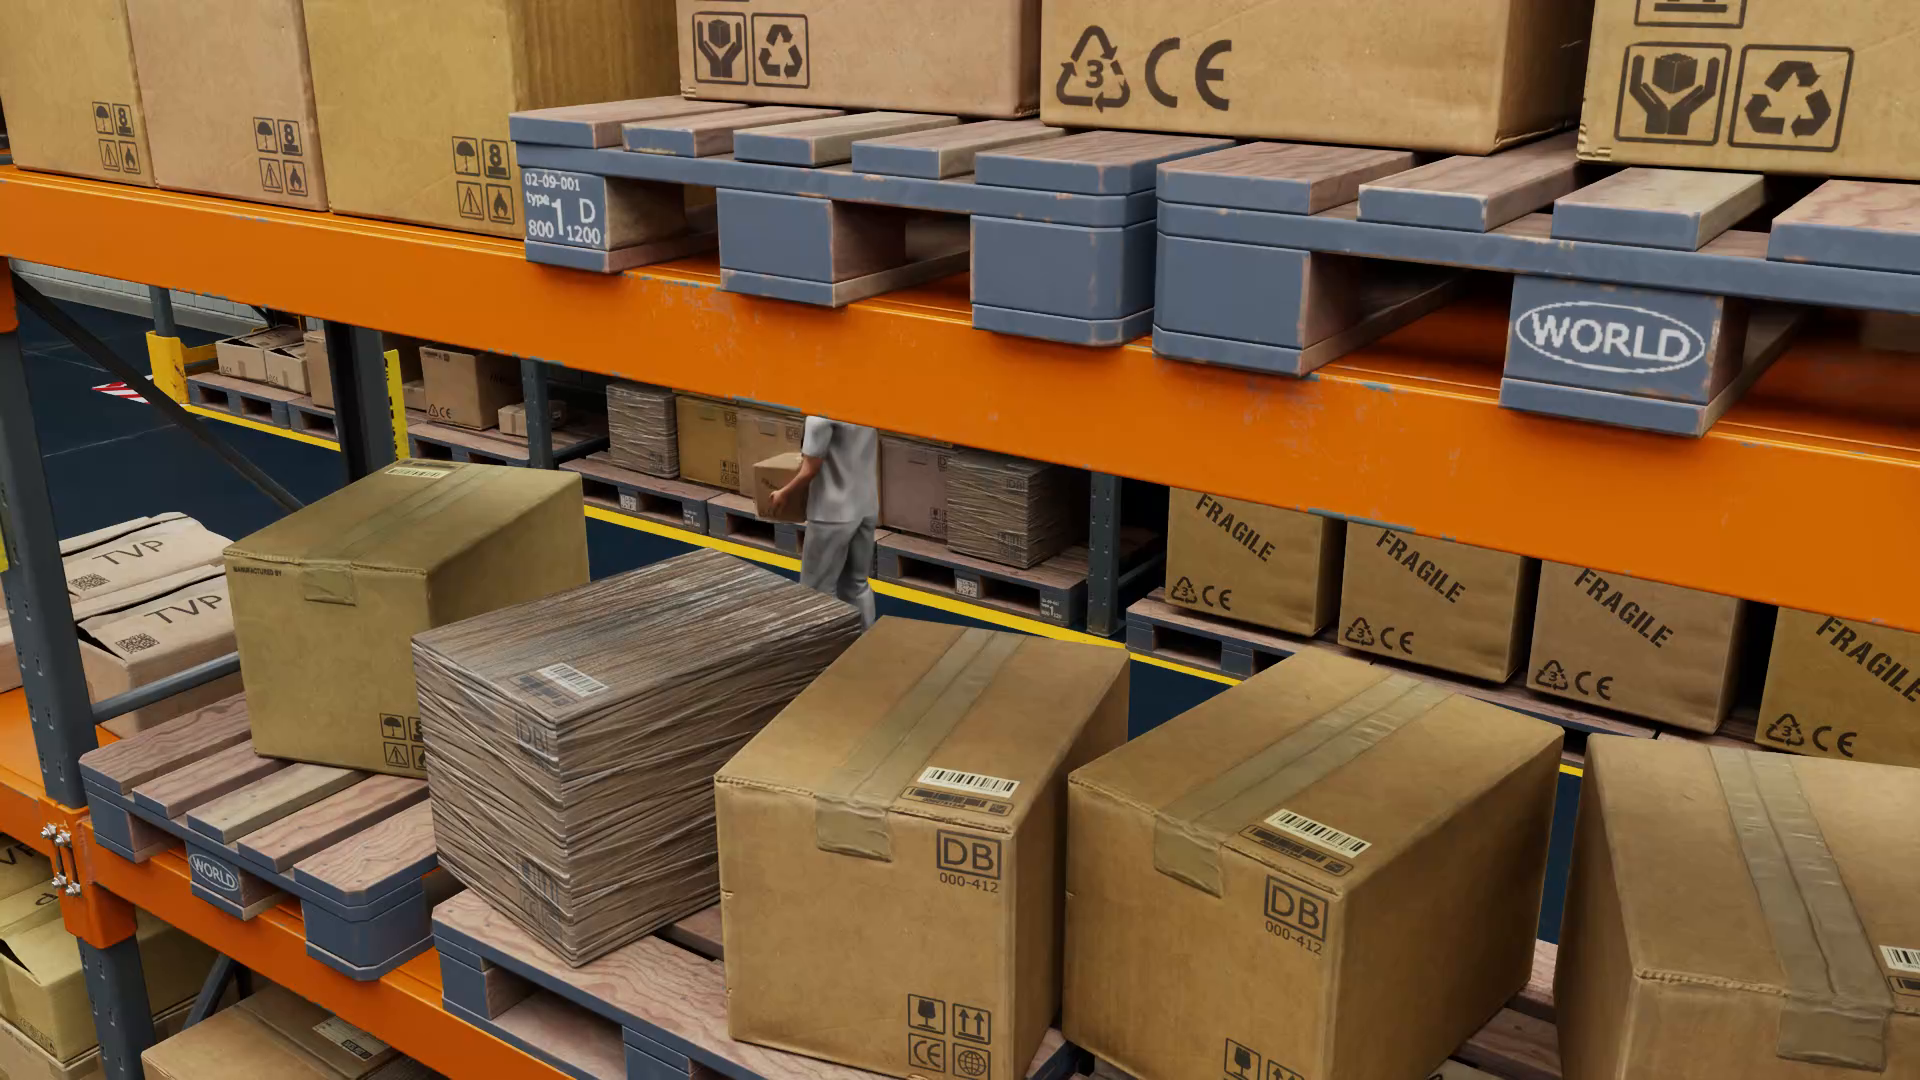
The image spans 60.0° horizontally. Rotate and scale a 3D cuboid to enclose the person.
[{"bbox_3d":[-0.578,-0.114,7.388,0.490,1.675,0.463,13,23,31],"label":"person"}]
